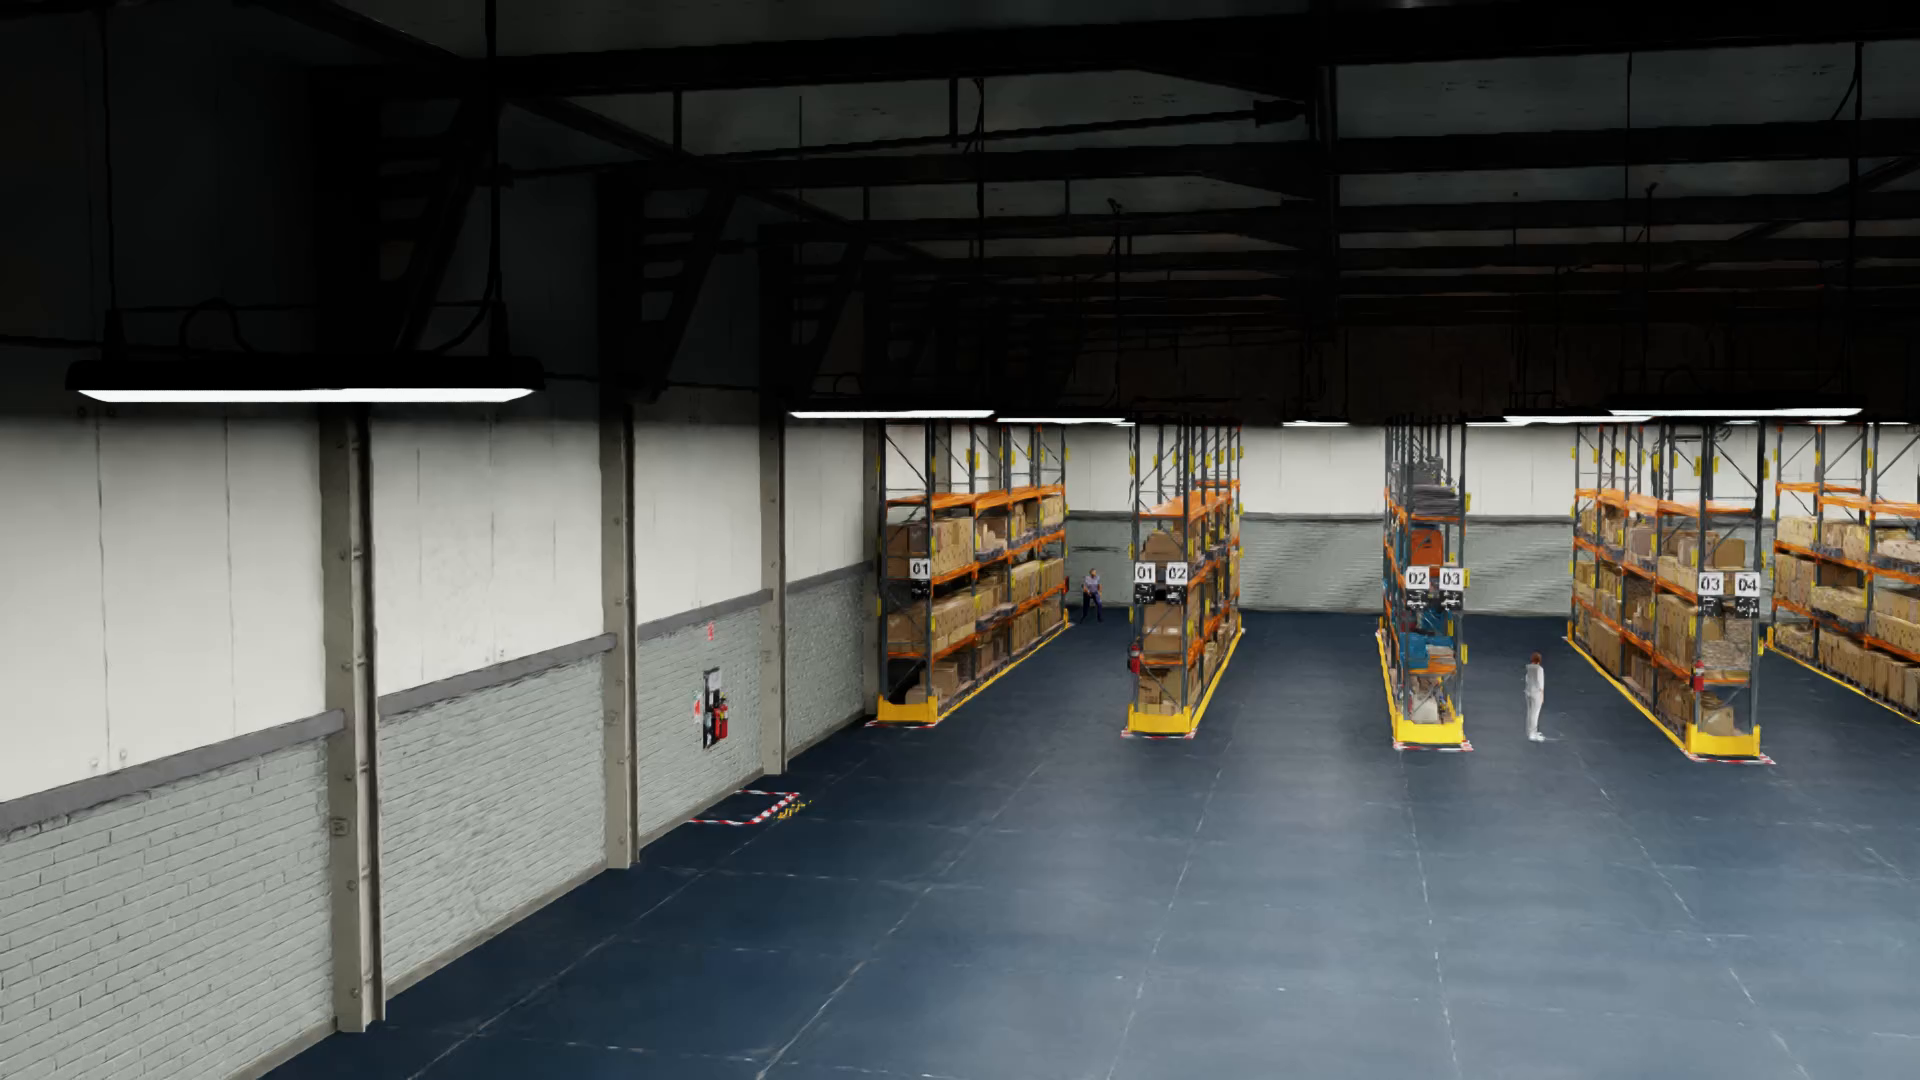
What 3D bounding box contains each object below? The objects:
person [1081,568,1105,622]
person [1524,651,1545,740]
[{"bbox_3d":[3.915,1.608,49.070,0.660,1.580,0.811,0,4,-5],"label":"person"},{"bbox_3d":[10.579,2.851,30.551,0.399,1.589,0.469,-1,4,-18],"label":"person"}]
